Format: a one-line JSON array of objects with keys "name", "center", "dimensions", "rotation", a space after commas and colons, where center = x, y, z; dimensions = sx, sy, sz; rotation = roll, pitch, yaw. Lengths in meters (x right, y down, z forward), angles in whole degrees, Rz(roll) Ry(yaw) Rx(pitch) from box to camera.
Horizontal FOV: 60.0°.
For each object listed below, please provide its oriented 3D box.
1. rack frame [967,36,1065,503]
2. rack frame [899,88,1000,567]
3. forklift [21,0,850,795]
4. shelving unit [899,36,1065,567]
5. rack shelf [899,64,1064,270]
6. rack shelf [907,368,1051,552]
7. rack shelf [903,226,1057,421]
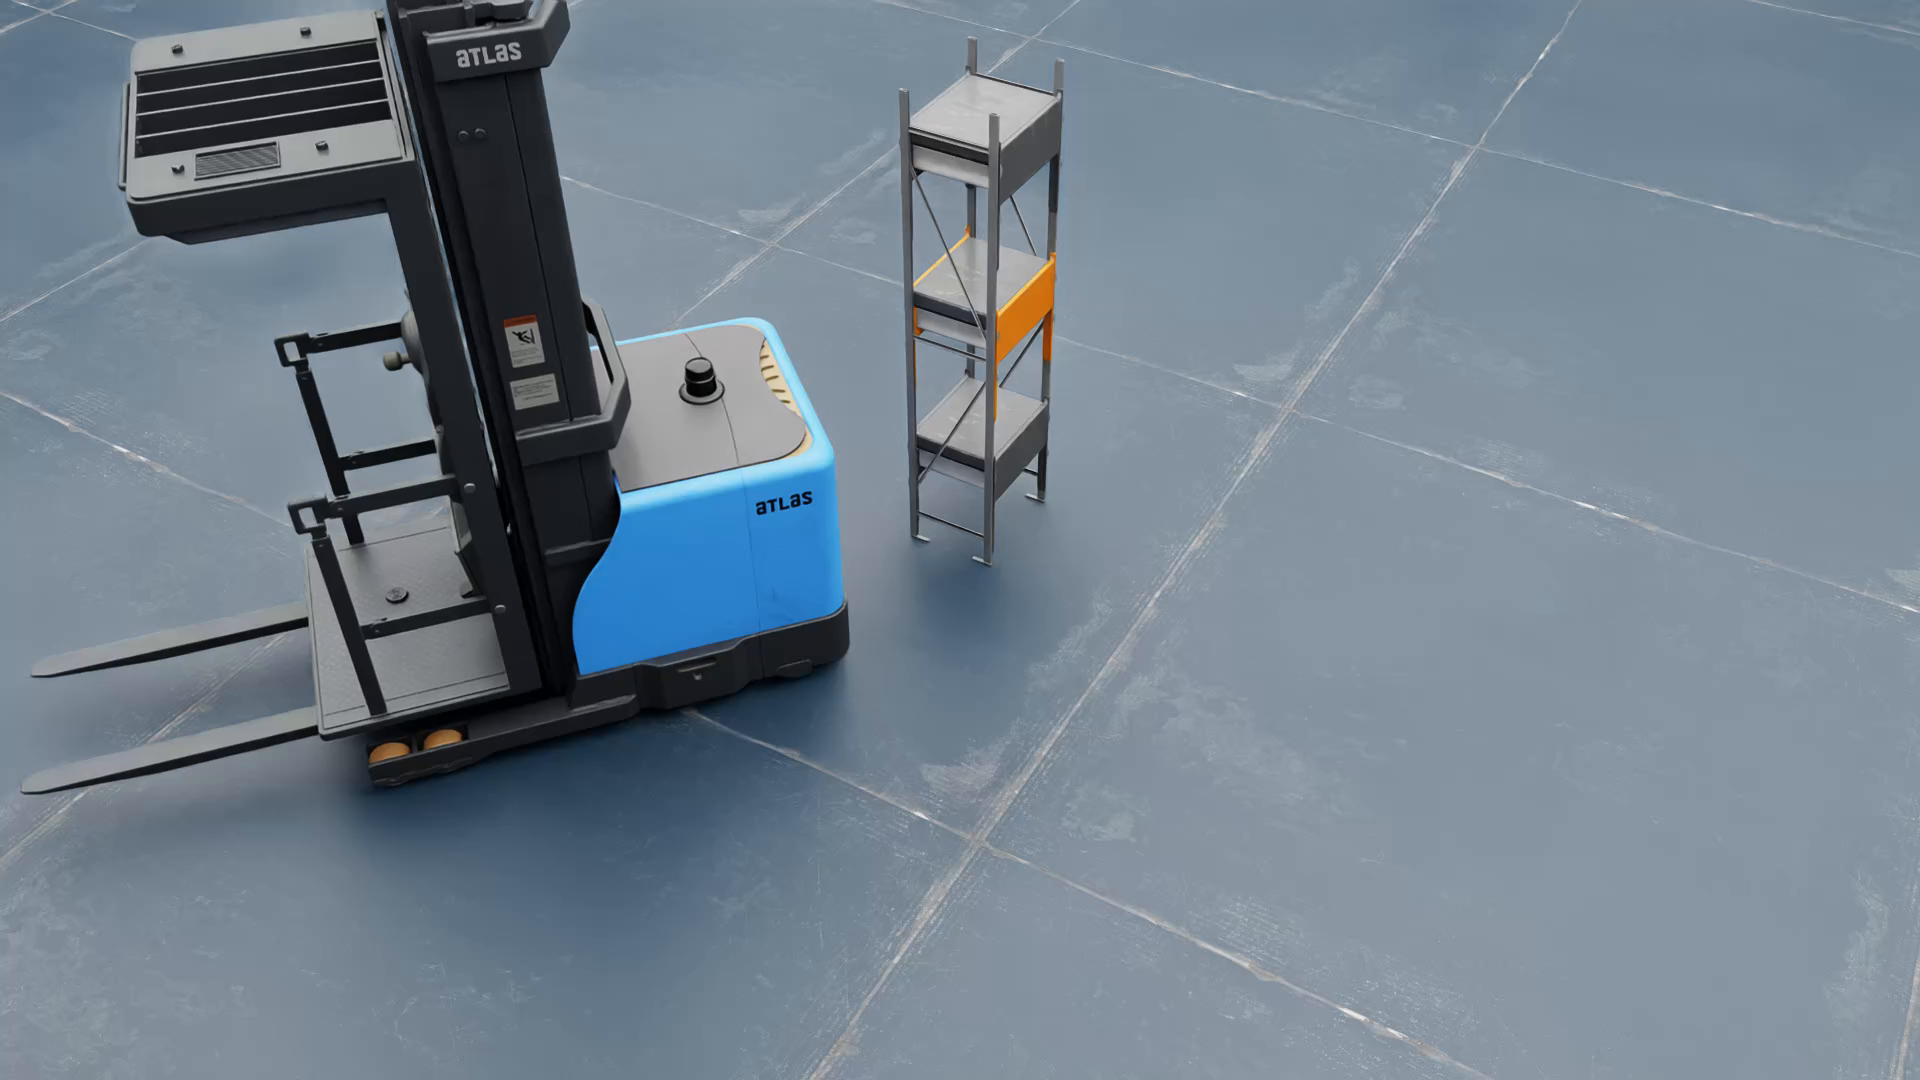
[{"name": "rack frame", "center": [0.205, -1.022, 6.822], "dimensions": [0.400, 2.100, 0.015], "rotation": [21, 45, 22]}, {"name": "rack frame", "center": [-0.039, -0.743, 6.505], "dimensions": [0.400, 2.100, 0.015], "rotation": [21, 45, 22]}, {"name": "forklift", "center": [-2.015, -0.578, 5.689], "dimensions": [3.031, 2.935, 1.130], "rotation": [-13, 43, -15]}, {"name": "shelving unit", "center": [0.083, -0.883, 6.664], "dimensions": [0.431, 2.100, 0.503], "rotation": [21, 45, 22]}, {"name": "rack shelf", "center": [0.083, -1.398, 6.210], "dimensions": [0.431, 0.518, 0.480], "rotation": [21, 45, 22]}, {"name": "rack shelf", "center": [0.083, -0.347, 7.135], "dimensions": [0.431, 0.518, 0.480], "rotation": [21, 45, 22]}, {"name": "rack shelf", "center": [0.083, -0.872, 6.673], "dimensions": [0.431, 0.518, 0.480], "rotation": [21, 45, 22]}]
